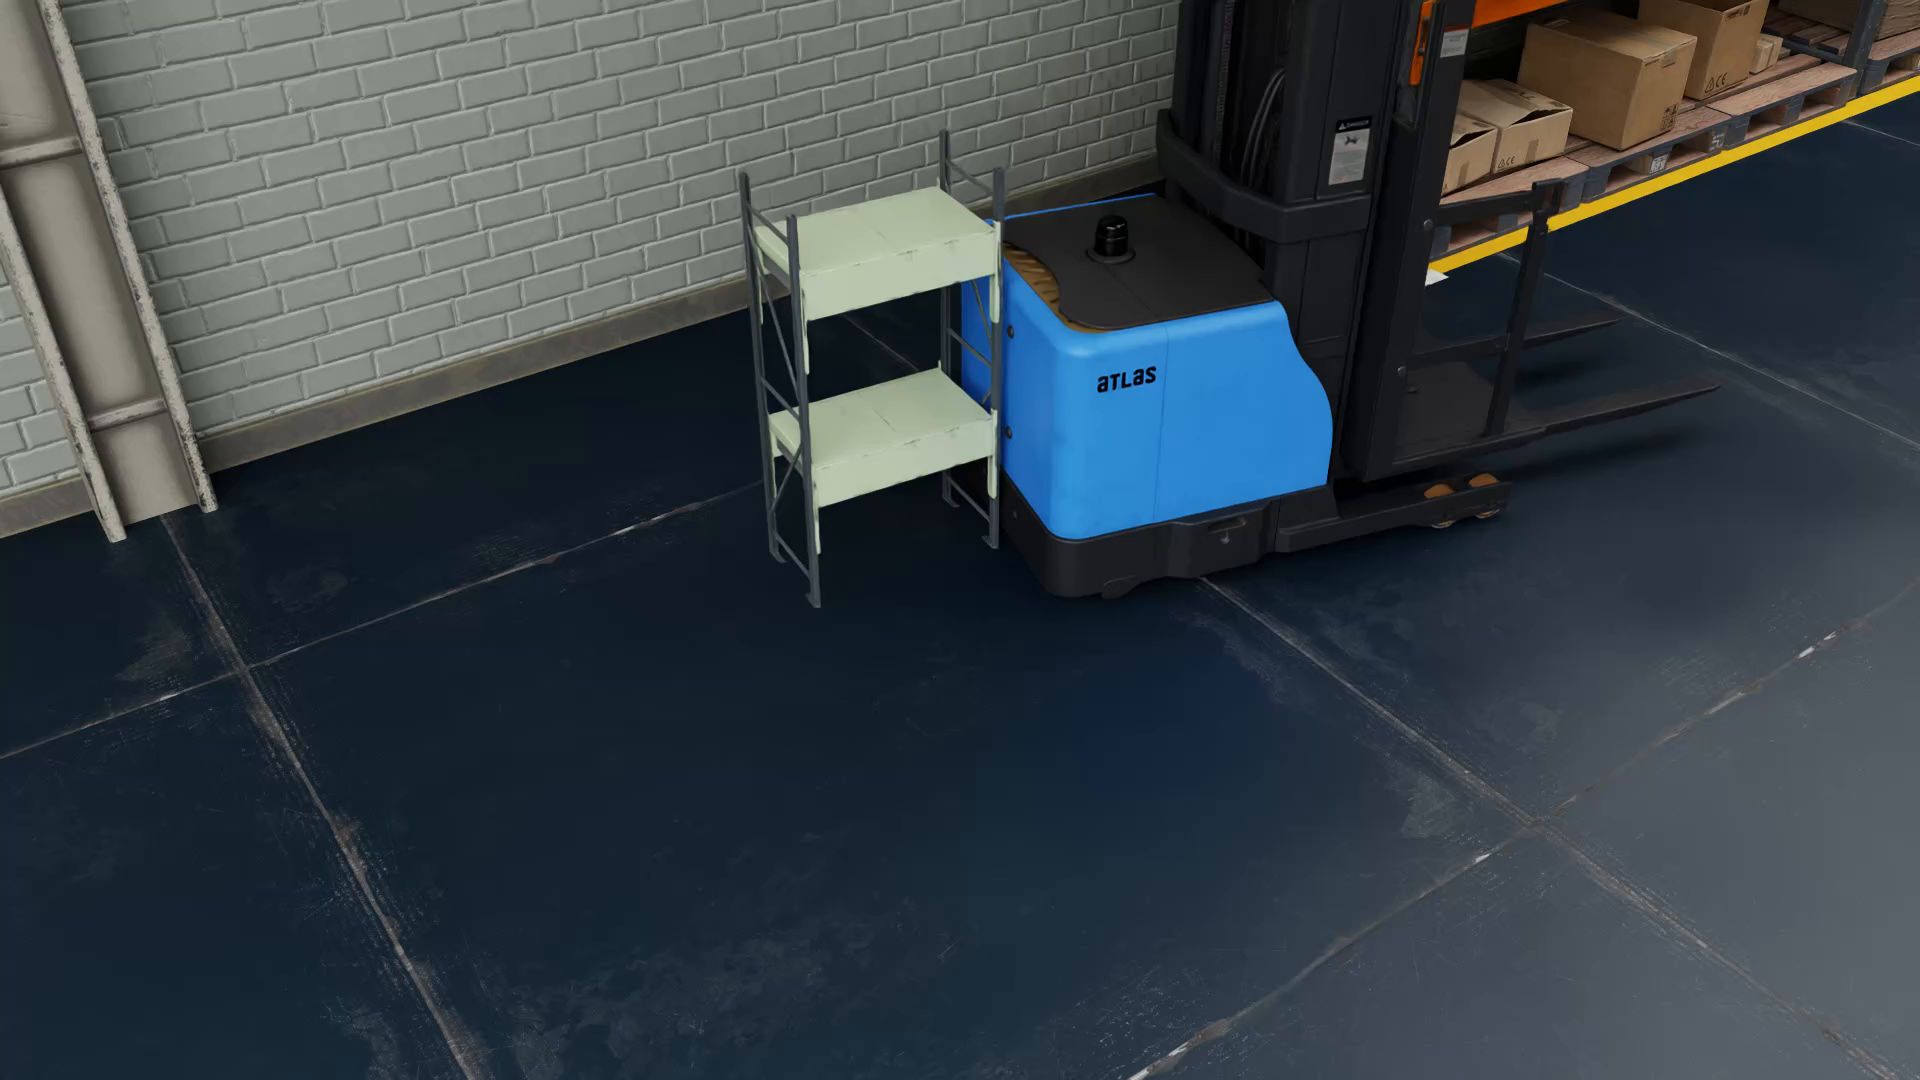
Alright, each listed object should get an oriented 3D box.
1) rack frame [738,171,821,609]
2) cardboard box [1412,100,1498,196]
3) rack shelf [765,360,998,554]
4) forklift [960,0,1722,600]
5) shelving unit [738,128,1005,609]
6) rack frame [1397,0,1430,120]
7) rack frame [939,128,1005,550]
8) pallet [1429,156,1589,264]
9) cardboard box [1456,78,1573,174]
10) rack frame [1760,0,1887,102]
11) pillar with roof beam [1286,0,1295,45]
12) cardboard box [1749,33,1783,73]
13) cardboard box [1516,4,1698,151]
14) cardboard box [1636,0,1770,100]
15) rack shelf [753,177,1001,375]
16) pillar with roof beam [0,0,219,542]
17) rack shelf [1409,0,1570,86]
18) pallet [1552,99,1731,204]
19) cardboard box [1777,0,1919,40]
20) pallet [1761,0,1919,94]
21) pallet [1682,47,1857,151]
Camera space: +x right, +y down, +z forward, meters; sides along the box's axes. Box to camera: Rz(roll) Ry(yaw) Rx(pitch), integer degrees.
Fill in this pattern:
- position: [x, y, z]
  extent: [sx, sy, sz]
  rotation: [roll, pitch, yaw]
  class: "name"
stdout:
- position: [-0.601, -0.467, 5.615]
  extent: [0.023, 1.500, 0.400]
  rotation: [-18, 40, -23]
  class: "rack frame"
- position: [2.339, -1.993, 8.378]
  extent: [0.500, 0.311, 0.500]
  rotation: [-28, 44, -33]
  class: "cardboard box"
- position: [-0.282, -0.307, 5.951]
  extent: [0.720, 0.370, 0.431]
  rotation: [-18, 40, -23]
  class: "rack shelf"
- position: [1.562, -1.510, 5.840]
  extent: [3.031, 2.935, 1.130]
  rotation: [-12, 38, -17]
  class: "forklift"
- position: [-0.282, -0.572, 5.761]
  extent: [0.755, 1.500, 0.431]
  rotation: [-18, 40, -23]
  class: "shelving unit"
- position: [1.722, -2.716, 7.458]
  extent: [0.127, 3.000, 1.000]
  rotation: [-22, 41, -28]
  class: "rack frame"
- position: [0.037, -0.677, 5.906]
  extent: [0.023, 1.500, 0.400]
  rotation: [-18, 40, -23]
  class: "rack frame"
- position: [2.468, -1.866, 8.664]
  extent: [1.213, 0.211, 1.003]
  rotation: [-22, 41, -28]
  class: "pallet"
- position: [2.805, -2.185, 8.645]
  extent: [0.500, 0.311, 0.500]
  rotation: [-19, 40, -24]
  class: "cardboard box"
- position: [4.991, -4.062, 9.328]
  extent: [0.127, 3.000, 1.000]
  rotation: [-22, 41, -28]
  class: "rack frame"
- position: [4.276, -3.745, 3.750]
  extent: [0.400, 9.000, 9.100]
  rotation: [-22, 41, -28]
  class: "pillar with roof beam"
- position: [4.571, -2.896, 9.757]
  extent: [0.250, 0.166, 0.380]
  rotation: [-28, 44, -33]
  class: "cardboard box"
- position: [3.434, -2.484, 8.899]
  extent: [0.500, 0.500, 0.700]
  rotation: [-25, 43, -31]
  class: "cardboard box"
- position: [4.166, -2.857, 9.418]
  extent: [0.500, 0.500, 0.500]
  rotation: [-26, 43, -31]
  class: "cardboard box"
- position: [-0.282, -0.889, 5.533]
  extent: [0.720, 0.370, 0.431]
  rotation: [-18, 40, -23]
  class: "rack shelf"
- position: [-0.629, -1.727, 0.944]
  extent: [0.400, 9.000, 9.100]
  rotation: [-22, 41, -28]
  class: "pillar with roof beam"
- position: [3.356, -3.097, 8.603]
  extent: [4.000, 0.370, 1.077]
  rotation: [-22, 41, -28]
  class: "rack shelf"
- position: [3.465, -2.274, 9.231]
  extent: [1.213, 0.211, 1.003]
  rotation: [-22, 41, -28]
  class: "pallet"
- position: [5.583, -3.481, 10.285]
  extent: [0.500, 0.500, 0.700]
  rotation: [-21, 41, -26]
  class: "cardboard box"
- position: [5.627, -3.192, 10.507]
  extent: [1.213, 0.211, 1.003]
  rotation: [-22, 41, -28]
  class: "pallet"
- position: [4.463, -2.687, 9.805]
  extent: [1.213, 0.211, 1.003]
  rotation: [-22, 41, -28]
  class: "pallet"
